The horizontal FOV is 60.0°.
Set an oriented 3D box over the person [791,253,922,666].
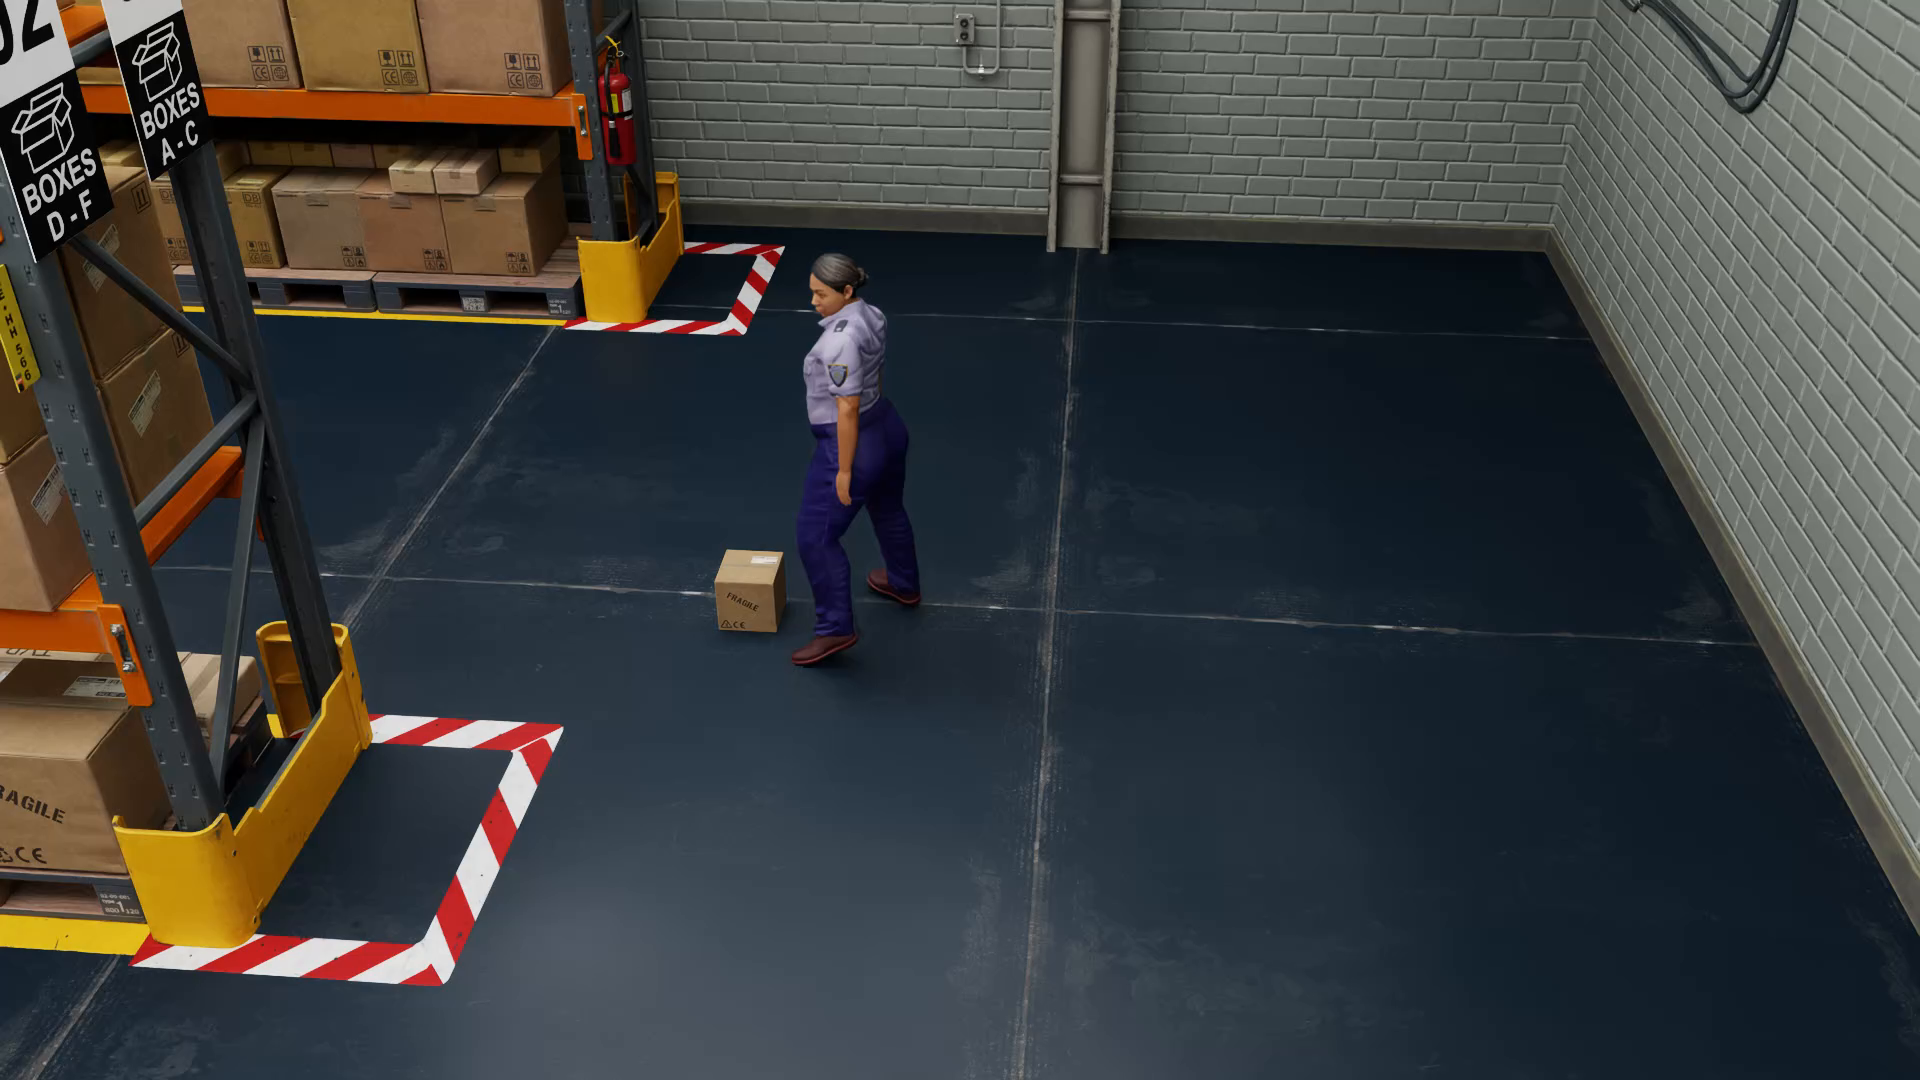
[{"bbox_3d":[-0.439,-0.327,6.679,0.389,1.675,0.718,13,34,19],"label":"person"}]
